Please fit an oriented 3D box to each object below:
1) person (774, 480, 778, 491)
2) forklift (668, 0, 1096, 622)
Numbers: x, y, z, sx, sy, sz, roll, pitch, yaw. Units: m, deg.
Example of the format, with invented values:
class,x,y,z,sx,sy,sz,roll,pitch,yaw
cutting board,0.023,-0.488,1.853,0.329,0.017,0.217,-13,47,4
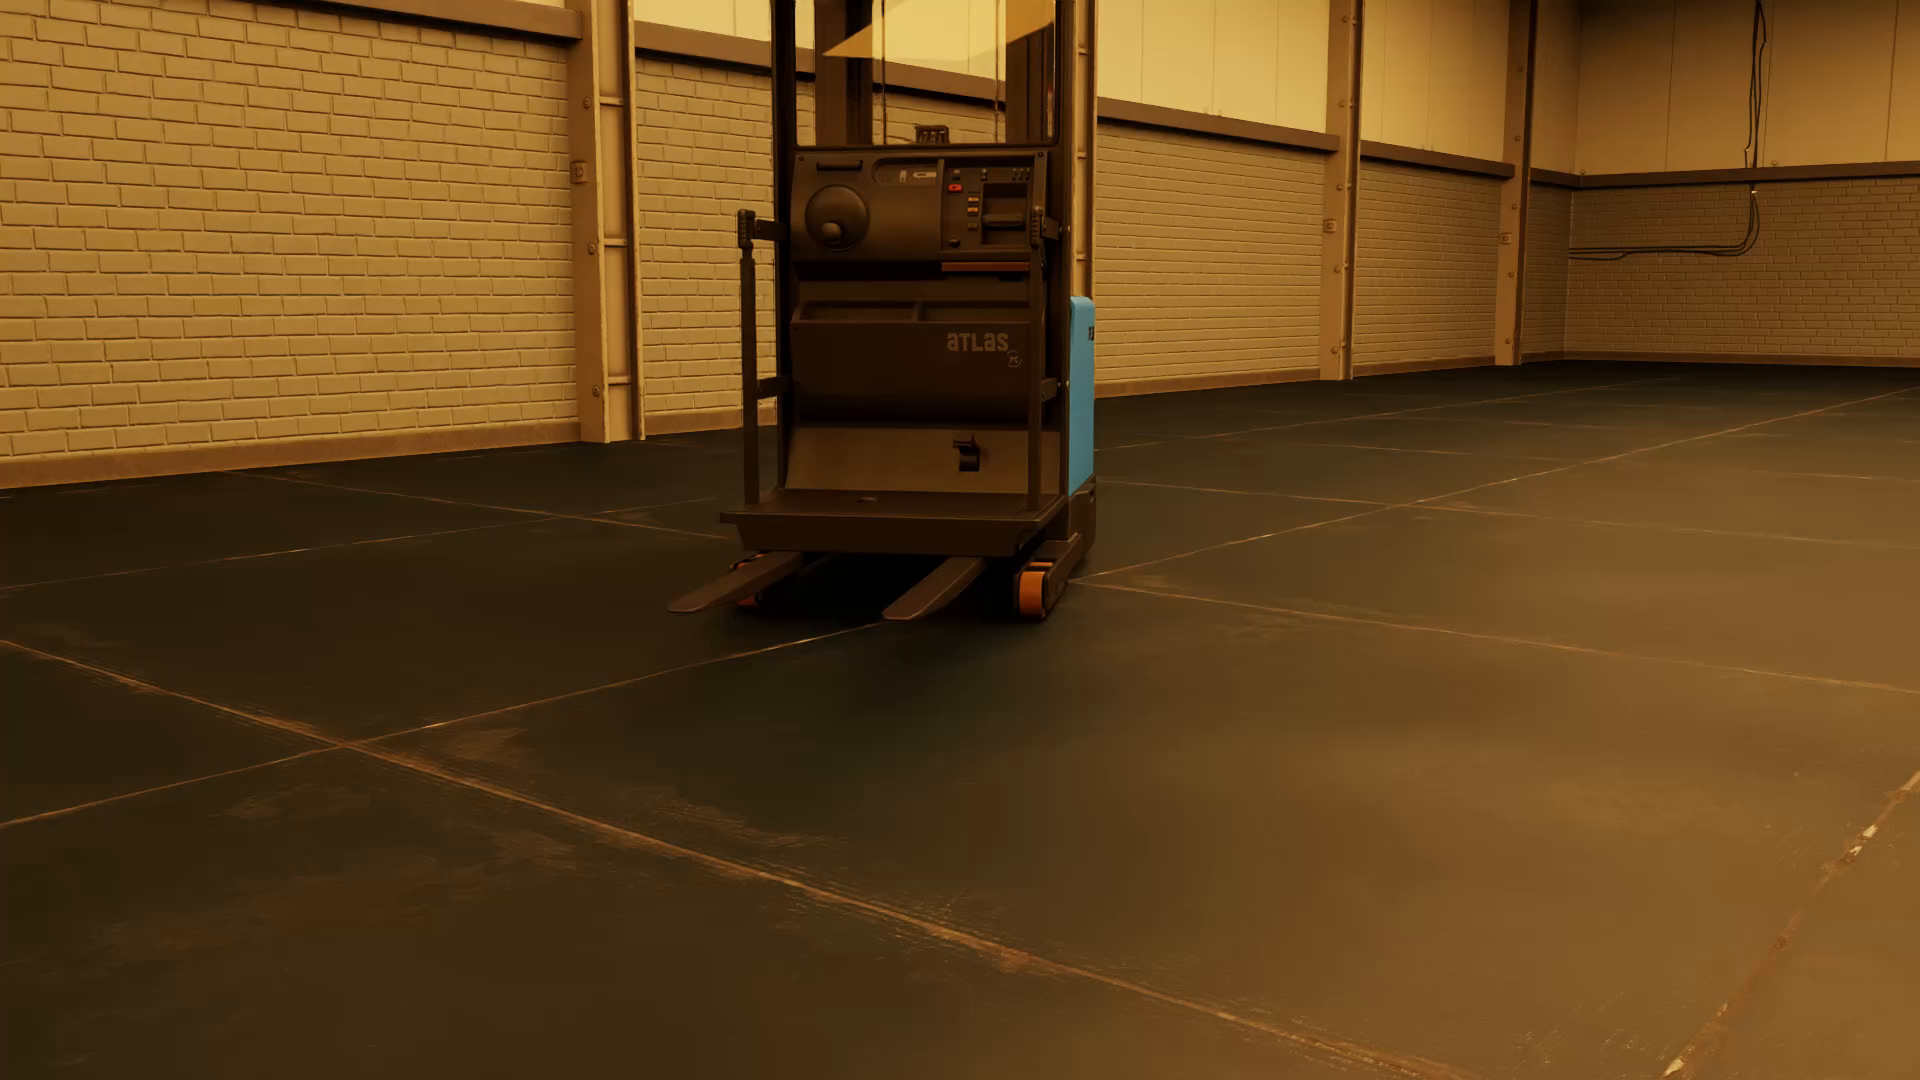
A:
class,x,y,z,sx,sy,sz,roll,pitch,yaw
person,-0.346,-0.859,8.247,0.824,1.433,1.273,-6,10,-37
forklift,-0.188,-1.242,5.773,1.130,2.935,3.031,2,8,11
